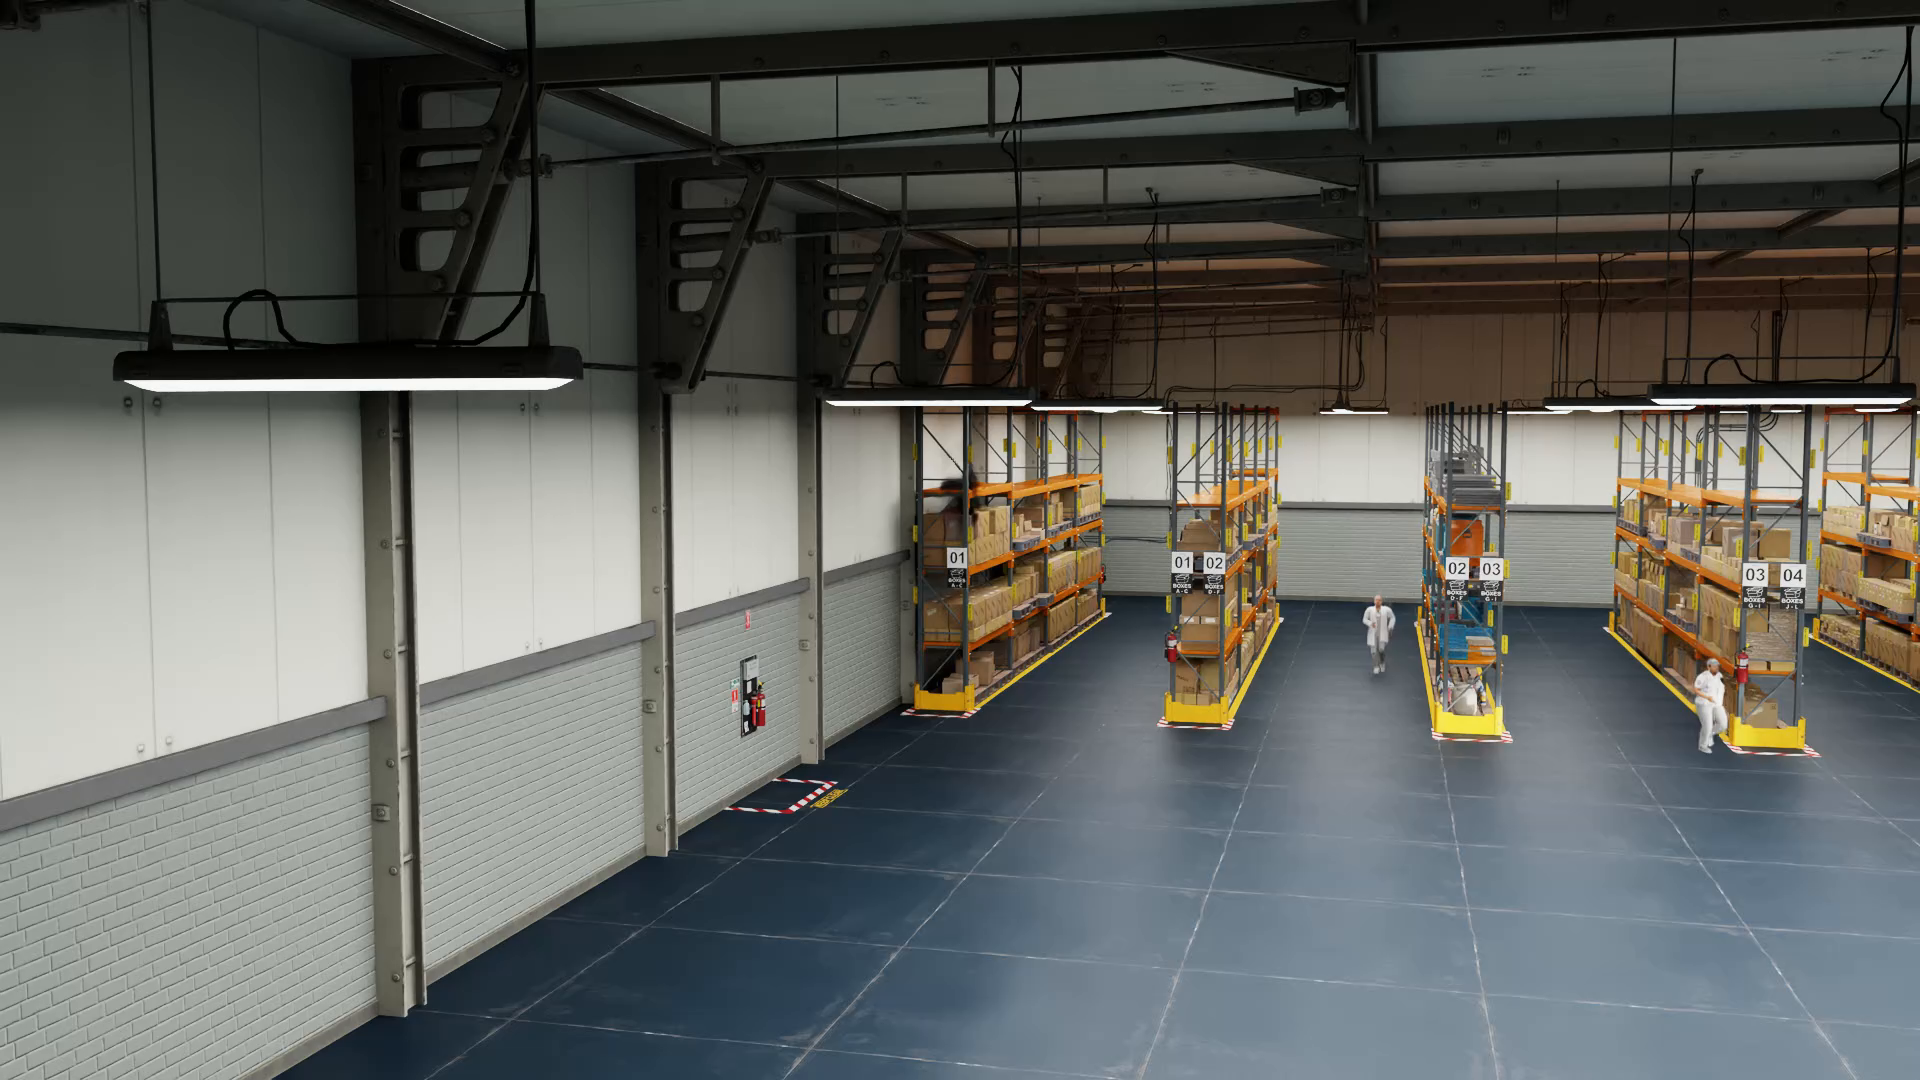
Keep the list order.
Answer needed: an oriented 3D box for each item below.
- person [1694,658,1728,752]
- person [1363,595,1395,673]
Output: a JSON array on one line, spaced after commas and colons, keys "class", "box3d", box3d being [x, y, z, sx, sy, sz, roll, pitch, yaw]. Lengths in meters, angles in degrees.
[{"class": "person", "box3d": [12.841, 2.830, 28.382, 0.627, 1.612, 0.541, -1, 4, -12]}, {"class": "person", "box3d": [9.316, 2.107, 37.032, 0.688, 1.743, 0.686, 1, 4, 18]}]
